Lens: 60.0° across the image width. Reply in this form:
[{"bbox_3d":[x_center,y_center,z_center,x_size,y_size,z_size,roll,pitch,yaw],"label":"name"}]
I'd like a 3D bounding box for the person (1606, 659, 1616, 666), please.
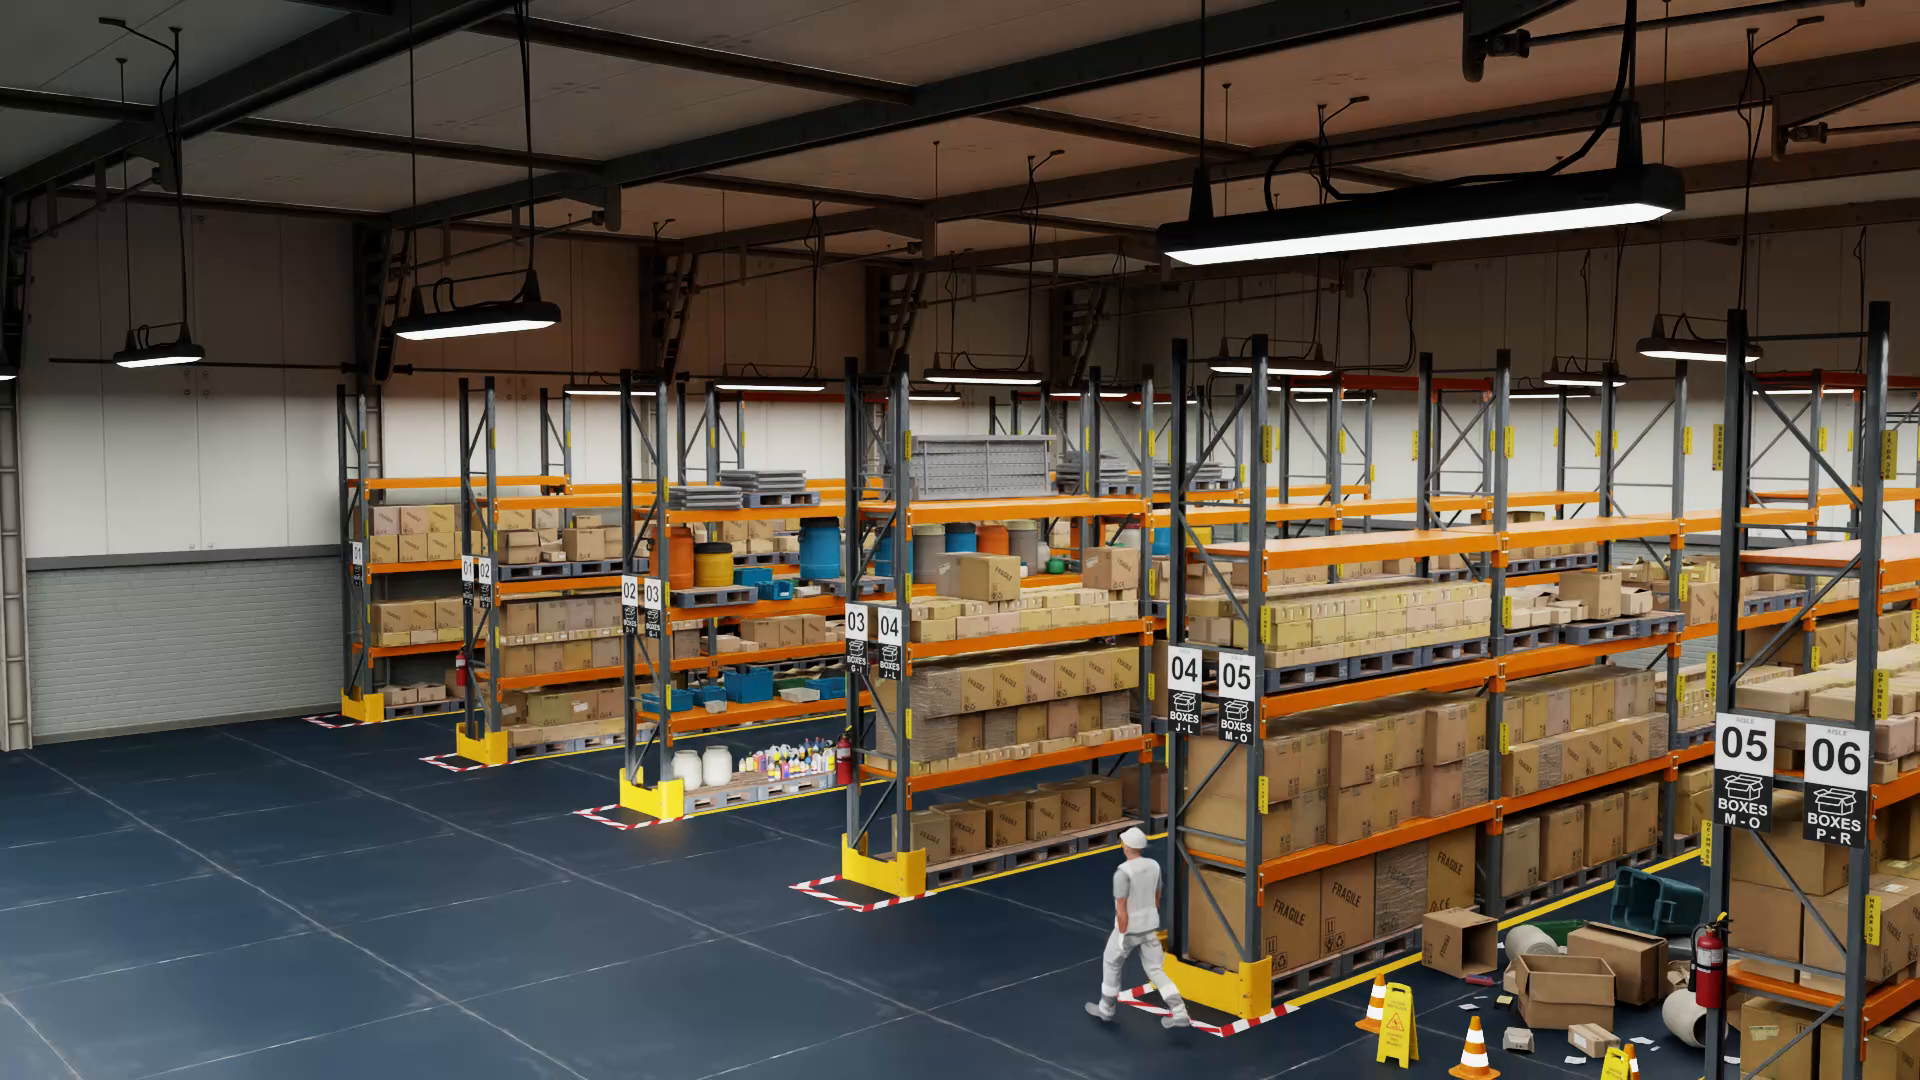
[{"bbox_3d":[10.223,2.659,25.785,0.705,1.636,0.717,-2,4,-33],"label":"person"}]

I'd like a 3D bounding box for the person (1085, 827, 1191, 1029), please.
[{"bbox_3d":[1.521,3.348,14.323,0.538,1.746,1.067,-3,5,-40],"label":"person"}]
